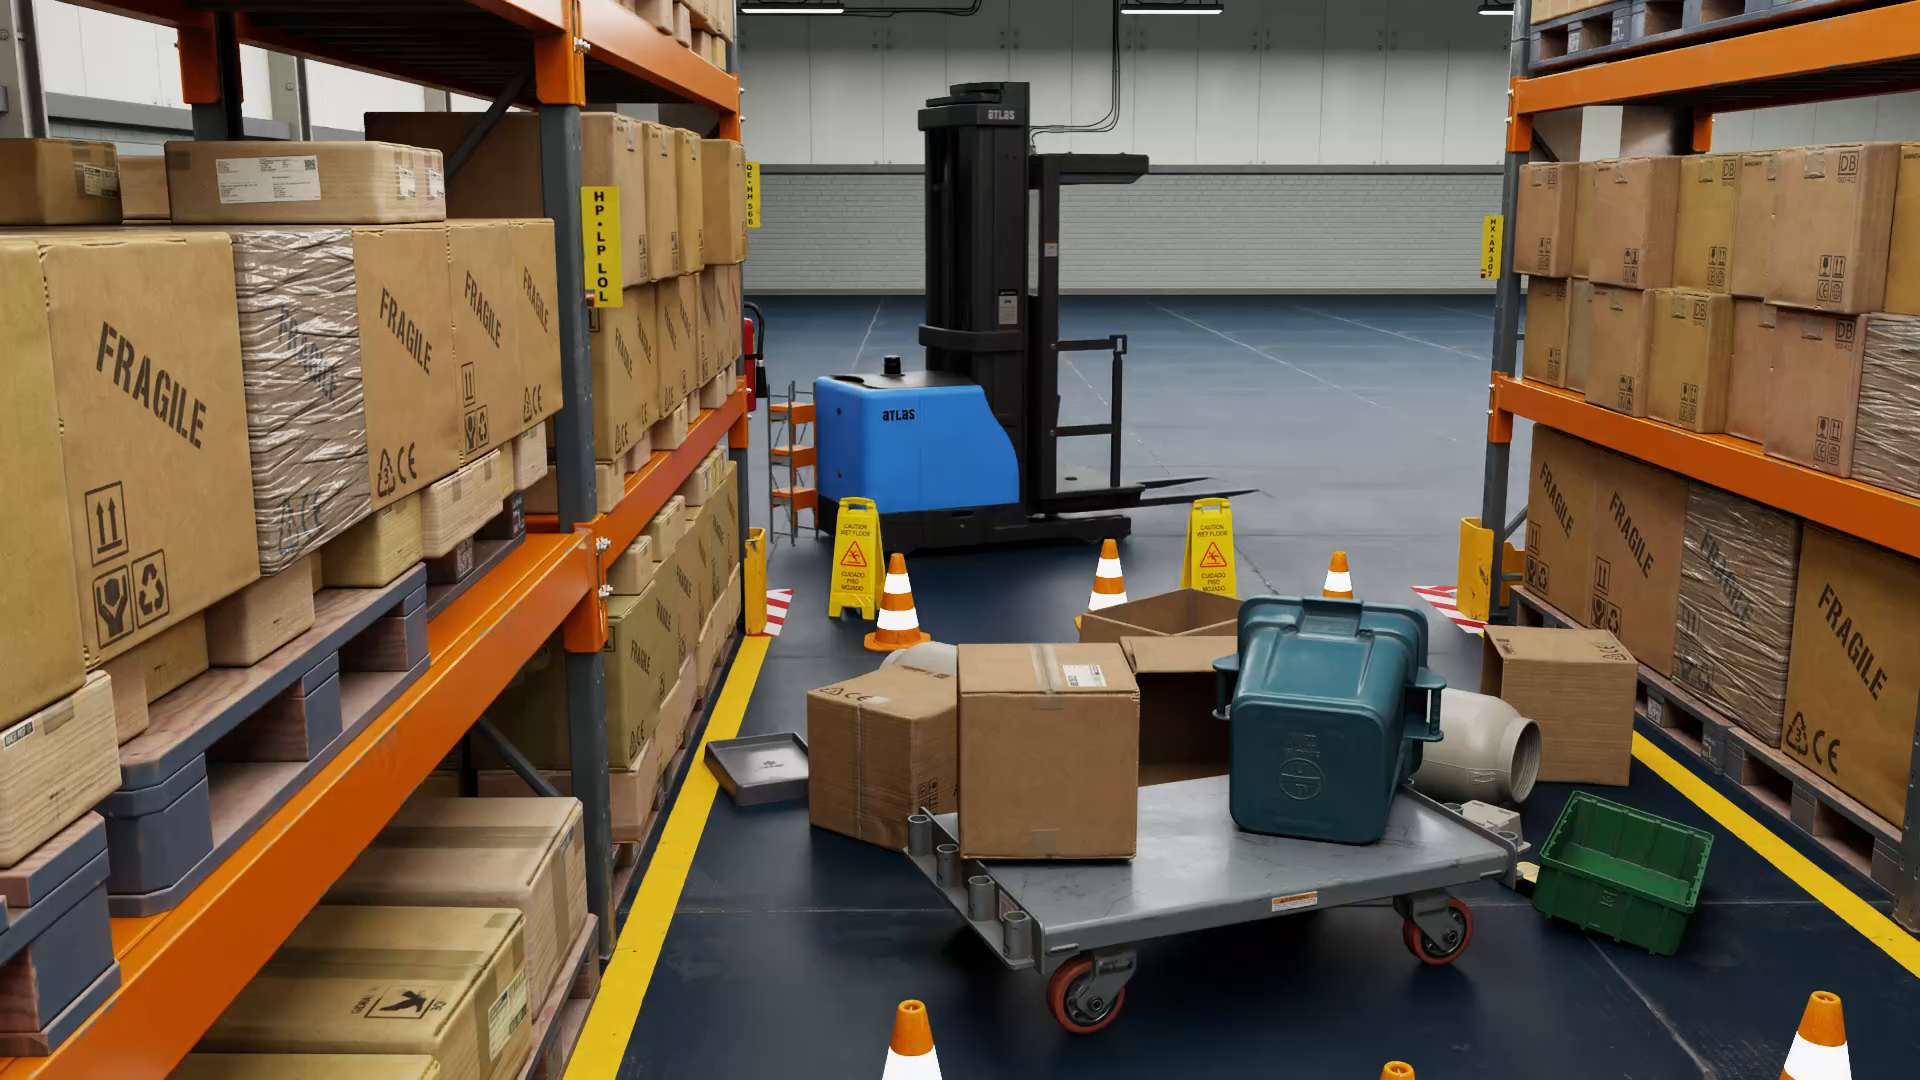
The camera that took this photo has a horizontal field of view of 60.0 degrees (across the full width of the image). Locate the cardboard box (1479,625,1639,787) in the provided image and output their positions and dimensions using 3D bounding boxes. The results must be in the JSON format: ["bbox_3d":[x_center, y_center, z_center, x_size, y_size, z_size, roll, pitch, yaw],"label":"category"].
[{"bbox_3d":[2.354,0.648,6.601,0.500,0.500,0.500,2,12,9],"label":"cardboard box"}]

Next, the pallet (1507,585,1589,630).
[{"bbox_3d":[3.424,0.459,8.267,1.003,0.211,1.213,0,11,-1],"label":"pallet"}]

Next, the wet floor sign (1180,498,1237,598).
[{"bbox_3d":[1.349,0.090,8.994,0.267,0.644,0.232,-2,12,-11],"label":"wet floor sign"}]

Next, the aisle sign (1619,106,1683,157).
[{"bbox_3d":[3.628,-2.356,8.588,0.394,0.787,0.004,0,11,-1],"label":"aisle sign"}]

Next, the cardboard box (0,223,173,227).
[{"bbox_3d":[-1.804,-0.339,3.131,0.500,0.500,0.500,0,11,-1],"label":"cardboard box"}]

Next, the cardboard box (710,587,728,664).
[{"bbox_3d":[-1.329,0.378,7.509,0.500,0.250,0.500,0,11,-1],"label":"cardboard box"}]

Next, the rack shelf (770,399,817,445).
[{"bbox_3d":[-1.094,-0.770,10.842,0.215,0.259,0.240,8,14,35],"label":"rack shelf"}]

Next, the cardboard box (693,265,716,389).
[{"bbox_3d":[-1.318,-0.915,7.025,0.500,0.500,0.500,0,11,-1],"label":"cardboard box"}]

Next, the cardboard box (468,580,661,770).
[{"bbox_3d":[-1.277,0.425,5.393,0.500,0.500,0.500,0,11,2],"label":"cardboard box"}]

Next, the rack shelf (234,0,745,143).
[{"bbox_3d":[-1.576,-1.746,6.386,1.077,0.370,4.000,0,11,-1],"label":"rack shelf"}]

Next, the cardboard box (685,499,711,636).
[{"bbox_3d":[-1.323,0.110,6.944,0.500,0.500,0.500,-1,11,-2],"label":"cardboard box"}]

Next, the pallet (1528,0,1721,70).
[{"bbox_3d":[3.355,-2.346,7.755,1.003,0.211,1.213,0,11,-1],"label":"pallet"}]

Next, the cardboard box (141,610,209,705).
[{"bbox_3d":[-1.318,0.147,2.366,0.380,0.149,0.250,0,11,1],"label":"cardboard box"}]

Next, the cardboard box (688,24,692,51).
[{"bbox_3d":[-1.330,-2.101,6.958,0.380,0.149,0.250,0,11,-2],"label":"cardboard box"}]

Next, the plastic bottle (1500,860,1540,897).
[{"bbox_3d":[1.897,1.120,5.384,0.133,0.061,0.283,-7,13,-30],"label":"plastic bottle"}]

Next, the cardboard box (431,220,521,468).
[{"bbox_3d":[-1.284,-0.442,3.638,0.500,0.500,0.500,0,11,-1],"label":"cardboard box"}]

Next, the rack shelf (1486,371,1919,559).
[{"bbox_3d":[3.371,-0.316,6.883,1.077,0.370,4.000,0,11,-1],"label":"rack shelf"}]

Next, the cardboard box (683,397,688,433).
[{"bbox_3d":[-1.271,-0.476,6.493,0.380,0.149,0.250,0,11,-1],"label":"cardboard box"}]

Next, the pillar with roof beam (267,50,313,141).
[{"bbox_3d":[-3.411,-6.206,19.016,9.100,9.000,0.400,0,11,-1],"label":"pillar with roof beam"}]

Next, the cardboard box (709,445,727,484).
[{"bbox_3d":[-1.265,-0.339,7.527,0.380,0.149,0.250,0,11,0],"label":"cardboard box"}]

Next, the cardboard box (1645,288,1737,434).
[{"bbox_3d":[3.354,-0.740,6.786,0.875,0.550,0.500,0,11,-1],"label":"cardboard box"}]

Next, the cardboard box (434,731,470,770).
[{"bbox_3d":[-1.815,0.427,5.384,0.500,0.500,0.500,0,11,-2],"label":"cardboard box"}]

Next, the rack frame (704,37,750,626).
[{"bbox_3d":[-1.617,-1.026,8.572,1.000,3.000,0.127,0,11,-1],"label":"rack frame"}]

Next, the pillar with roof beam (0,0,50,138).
[{"bbox_3d":[-3.287,-5.013,13.137,9.100,9.000,0.400,0,11,-1],"label":"pillar with roof beam"}]

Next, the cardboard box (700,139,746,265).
[{"bbox_3d":[-1.272,-1.409,6.943,0.700,0.500,0.500,0,11,-2],"label":"cardboard box"}]

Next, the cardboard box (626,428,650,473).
[{"bbox_3d":[-1.284,-0.324,5.742,0.380,0.149,0.250,0,11,1],"label":"cardboard box"}]

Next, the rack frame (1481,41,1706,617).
[{"bbox_3d":[3.329,-1.066,8.771,1.000,3.000,0.127,0,11,-1],"label":"rack frame"}]

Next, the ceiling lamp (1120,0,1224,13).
[{"bbox_3d":[4.130,-11.909,32.445,2.000,3.185,0.800,0,11,-1],"label":"ceiling lamp"}]

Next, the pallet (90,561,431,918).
[{"bbox_3d":[-1.534,0.265,2.691,1.003,0.211,1.213,0,11,-1],"label":"pallet"}]

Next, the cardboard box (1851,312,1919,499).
[{"bbox_3d":[3.392,-0.418,5.198,0.875,0.550,0.550,0,11,-1],"label":"cardboard box"}]

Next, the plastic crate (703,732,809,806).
[{"bbox_3d":[-0.747,0.885,6.498,0.402,0.080,0.583,-4,12,-21],"label":"plastic crate"}]

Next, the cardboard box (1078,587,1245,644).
[{"bbox_3d":[0.950,0.536,7.151,0.797,0.503,0.637,-10,15,-40],"label":"cardboard box"}]

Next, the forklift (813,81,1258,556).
[{"bbox_3d":[0.578,-1.503,11.095,3.031,2.935,1.130,-5,13,-24],"label":"forklift"}]

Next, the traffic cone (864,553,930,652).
[{"bbox_3d":[-0.319,0.297,8.429,0.336,0.463,0.334,0,11,-1],"label":"traffic cone"}]

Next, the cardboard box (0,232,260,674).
[{"bbox_3d":[-1.266,-0.136,2.128,0.500,0.500,0.500,0,11,0],"label":"cardboard box"}]

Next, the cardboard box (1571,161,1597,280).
[{"bbox_3d":[3.402,-1.486,7.748,0.875,0.550,0.550,0,11,-1],"label":"cardboard box"}]

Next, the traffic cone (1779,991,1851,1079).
[{"bbox_3d":[1.930,1.245,3.760,0.336,0.463,0.334,0,11,-1],"label":"traffic cone"}]

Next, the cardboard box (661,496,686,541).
[{"bbox_3d":[-1.241,-0.074,6.220,0.380,0.149,0.250,0,11,2],"label":"cardboard box"}]

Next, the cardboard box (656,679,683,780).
[{"bbox_3d":[-1.299,0.686,5.991,0.500,0.250,0.500,0,11,2],"label":"cardboard box"}]

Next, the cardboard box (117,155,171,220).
[{"bbox_3d":[-1.879,-0.854,4.039,0.380,0.149,0.250,0,11,-1],"label":"cardboard box"}]

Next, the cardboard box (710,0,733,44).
[{"bbox_3d":[-1.337,-2.468,7.763,0.500,0.250,0.500,0,11,-2],"label":"cardboard box"}]

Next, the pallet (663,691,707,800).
[{"bbox_3d":[-1.612,0.759,6.786,1.003,0.211,1.213,0,11,-1],"label":"pallet"}]

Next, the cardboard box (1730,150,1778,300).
[{"bbox_3d":[3.438,-1.164,6.160,0.875,0.550,0.550,0,11,-1],"label":"cardboard box"}]

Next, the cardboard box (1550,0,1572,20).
[{"bbox_3d":[3.022,-2.548,7.854,0.380,0.149,0.250,0,11,-1],"label":"cardboard box"}]

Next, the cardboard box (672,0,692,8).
[{"bbox_3d":[-1.300,-2.164,6.267,0.500,0.250,0.500,0,11,-1],"label":"cardboard box"}]

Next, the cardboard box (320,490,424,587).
[{"bbox_3d":[-1.242,-0.010,3.138,0.380,0.149,0.250,0,11,-1],"label":"cardboard box"}]

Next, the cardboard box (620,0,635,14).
[{"bbox_3d":[-1.321,-1.845,5.696,0.380,0.149,0.250,-1,11,-3],"label":"cardboard box"}]

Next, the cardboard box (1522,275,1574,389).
[{"bbox_3d":[3.382,-1.066,8.394,0.875,0.550,0.550,0,11,-1],"label":"cardboard box"}]

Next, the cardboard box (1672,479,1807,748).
[{"bbox_3d":[3.447,0.260,6.522,0.875,0.875,0.875,0,11,-1],"label":"cardboard box"}]

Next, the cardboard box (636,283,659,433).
[{"bbox_3d":[-1.299,-0.614,5.541,0.500,0.500,0.500,0,11,-1],"label":"cardboard box"}]

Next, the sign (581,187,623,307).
[{"bbox_3d":[-0.980,-0.801,4.552,0.100,0.325,0.005,0,11,-1],"label":"sign"}]

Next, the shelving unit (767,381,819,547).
[{"bbox_3d":[-1.094,-0.503,10.896,0.215,1.050,0.252,8,14,35],"label":"shelving unit"}]

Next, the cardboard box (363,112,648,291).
[{"bbox_3d":[-1.327,-1.004,4.949,0.700,0.500,0.500,0,11,-2],"label":"cardboard box"}]

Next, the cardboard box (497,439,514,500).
[{"bbox_3d":[-1.260,-0.160,3.879,0.380,0.149,0.250,-1,11,-3],"label":"cardboard box"}]

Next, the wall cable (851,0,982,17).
[{"bbox_3d":[-1.027,-13.564,38.951,3.097,2.526,0.112,0,11,-1],"label":"wall cable"}]

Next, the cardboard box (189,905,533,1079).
[{"bbox_3d":[-1.503,1.098,3.654,0.950,0.372,0.625,0,11,2],"label":"cardboard box"}]

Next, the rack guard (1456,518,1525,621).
[{"bbox_3d":[3.329,0.154,9.043,1.175,0.500,0.348,0,11,-1],"label":"rack guard"}]

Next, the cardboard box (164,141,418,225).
[{"bbox_3d":[-1.243,-0.667,3.116,0.380,0.149,0.250,-1,11,-4],"label":"cardboard box"}]
